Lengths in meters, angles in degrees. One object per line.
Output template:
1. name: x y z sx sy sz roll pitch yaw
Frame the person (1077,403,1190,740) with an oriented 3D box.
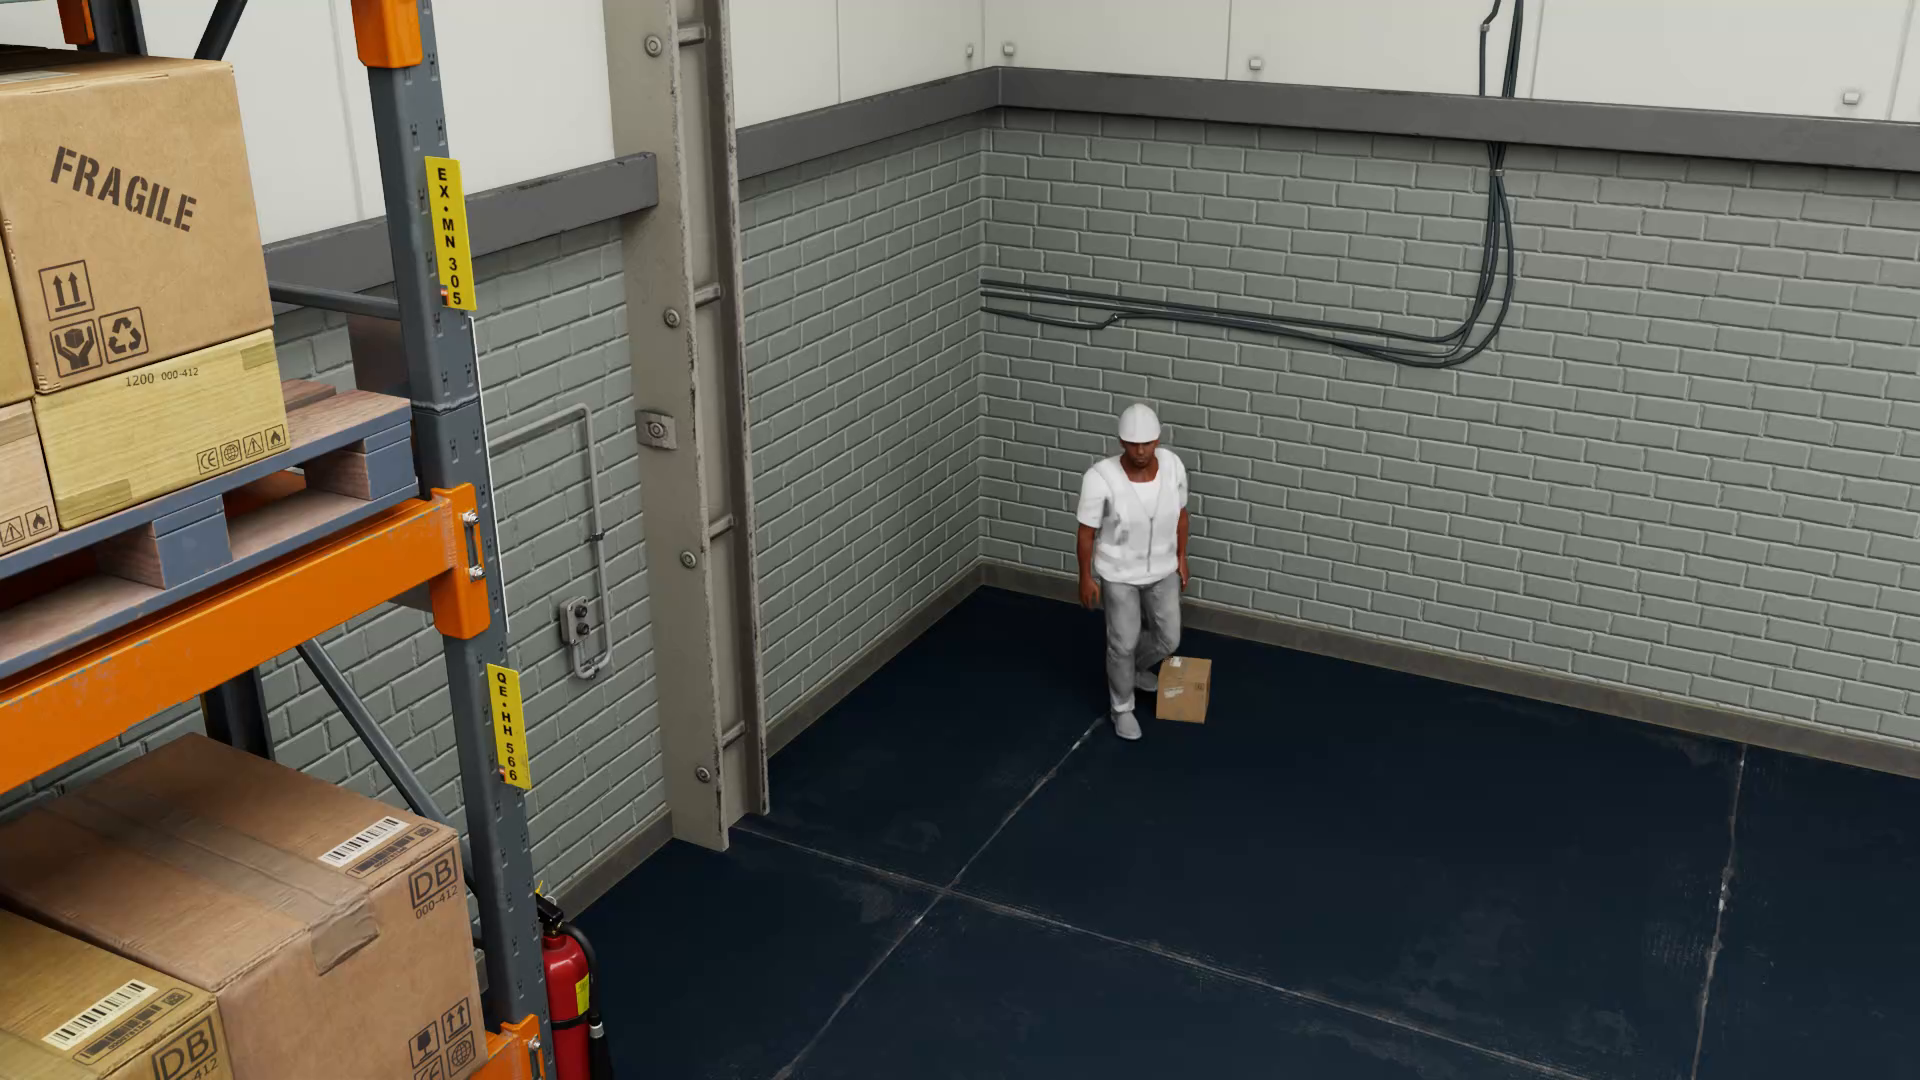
1. person: 0.849 0.132 8.249 0.609 1.759 0.579 -8 24 -18
